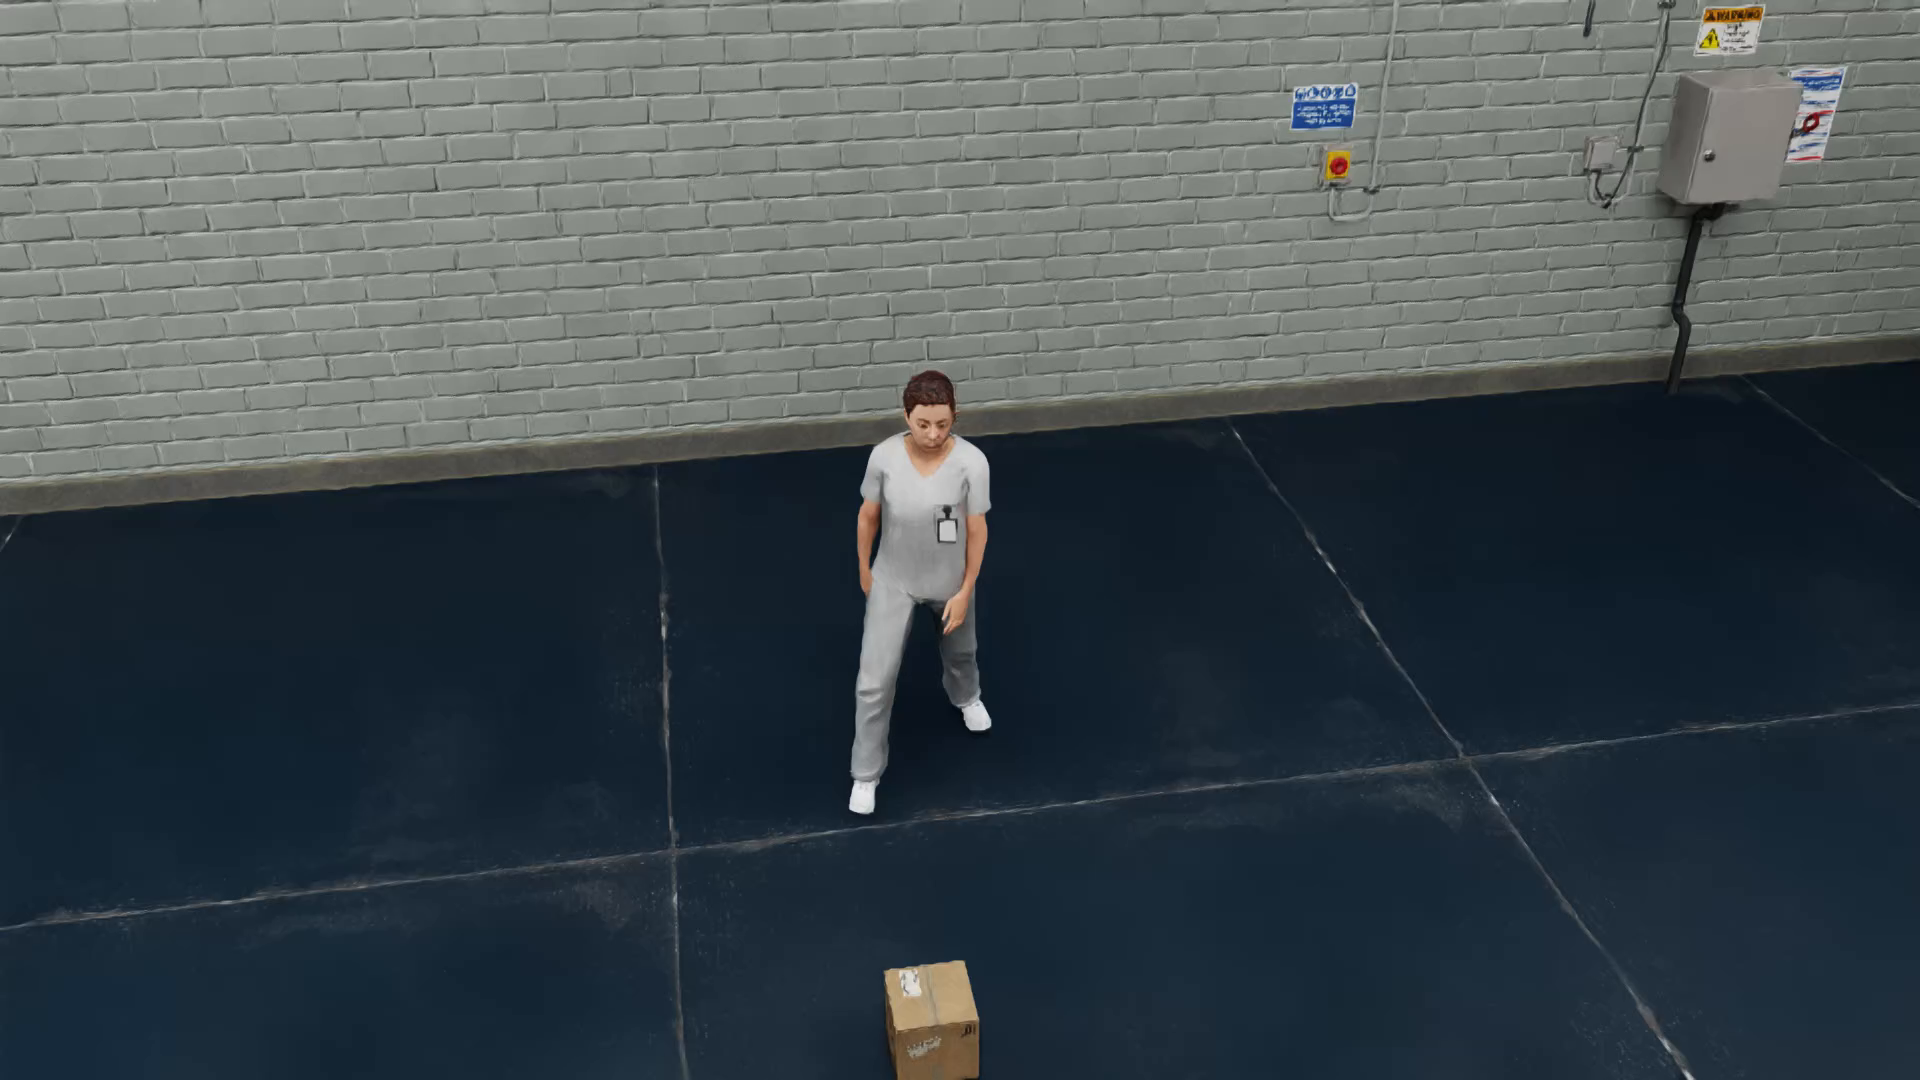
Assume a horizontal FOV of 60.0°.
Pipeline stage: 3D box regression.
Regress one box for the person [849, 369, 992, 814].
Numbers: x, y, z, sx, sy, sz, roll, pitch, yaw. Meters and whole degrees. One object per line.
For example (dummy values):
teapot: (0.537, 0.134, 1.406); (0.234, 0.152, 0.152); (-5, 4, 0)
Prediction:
person: (-0.143, 0.128, 5.943); (0.534, 1.632, 0.788); (0, 31, -1)
